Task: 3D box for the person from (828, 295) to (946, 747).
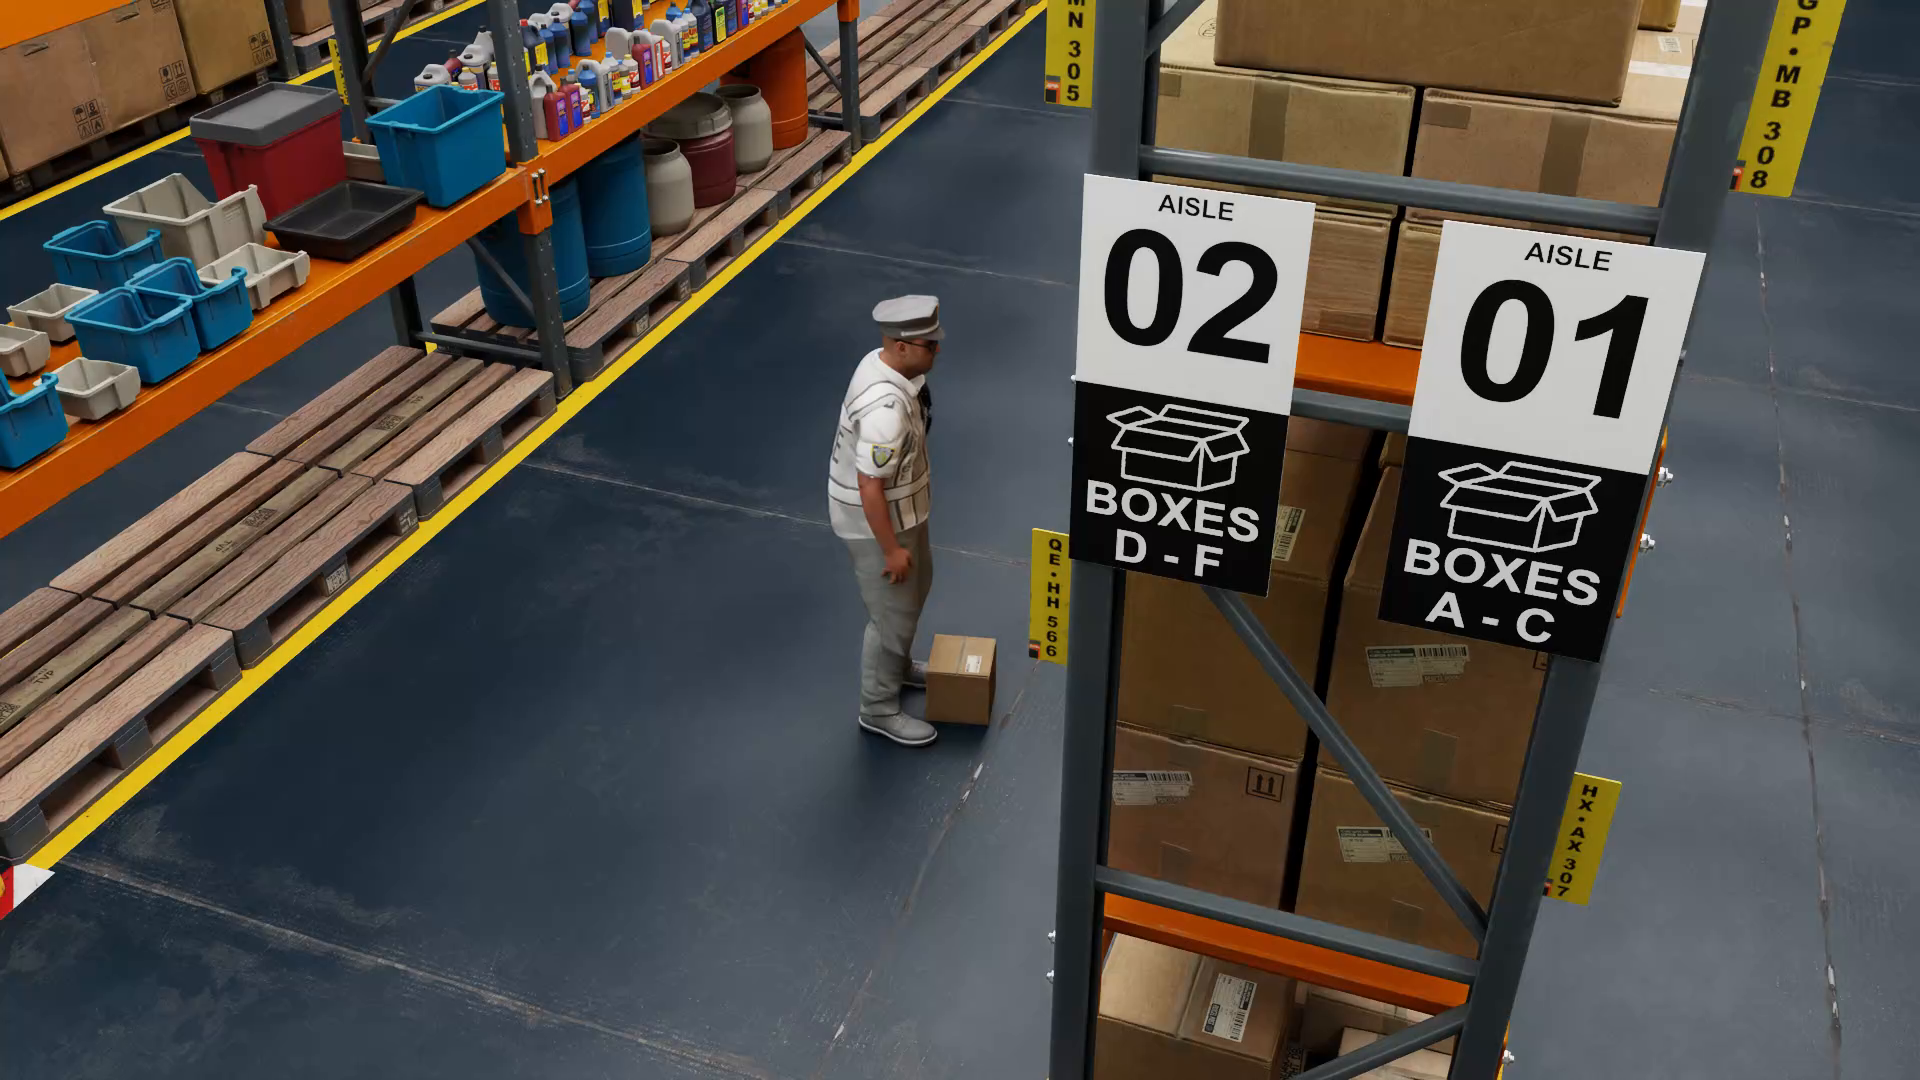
[{"bbox_3d":[-0.267,-0.094,6.274,0.431,1.750,0.606,4,33,6],"label":"person"}]
